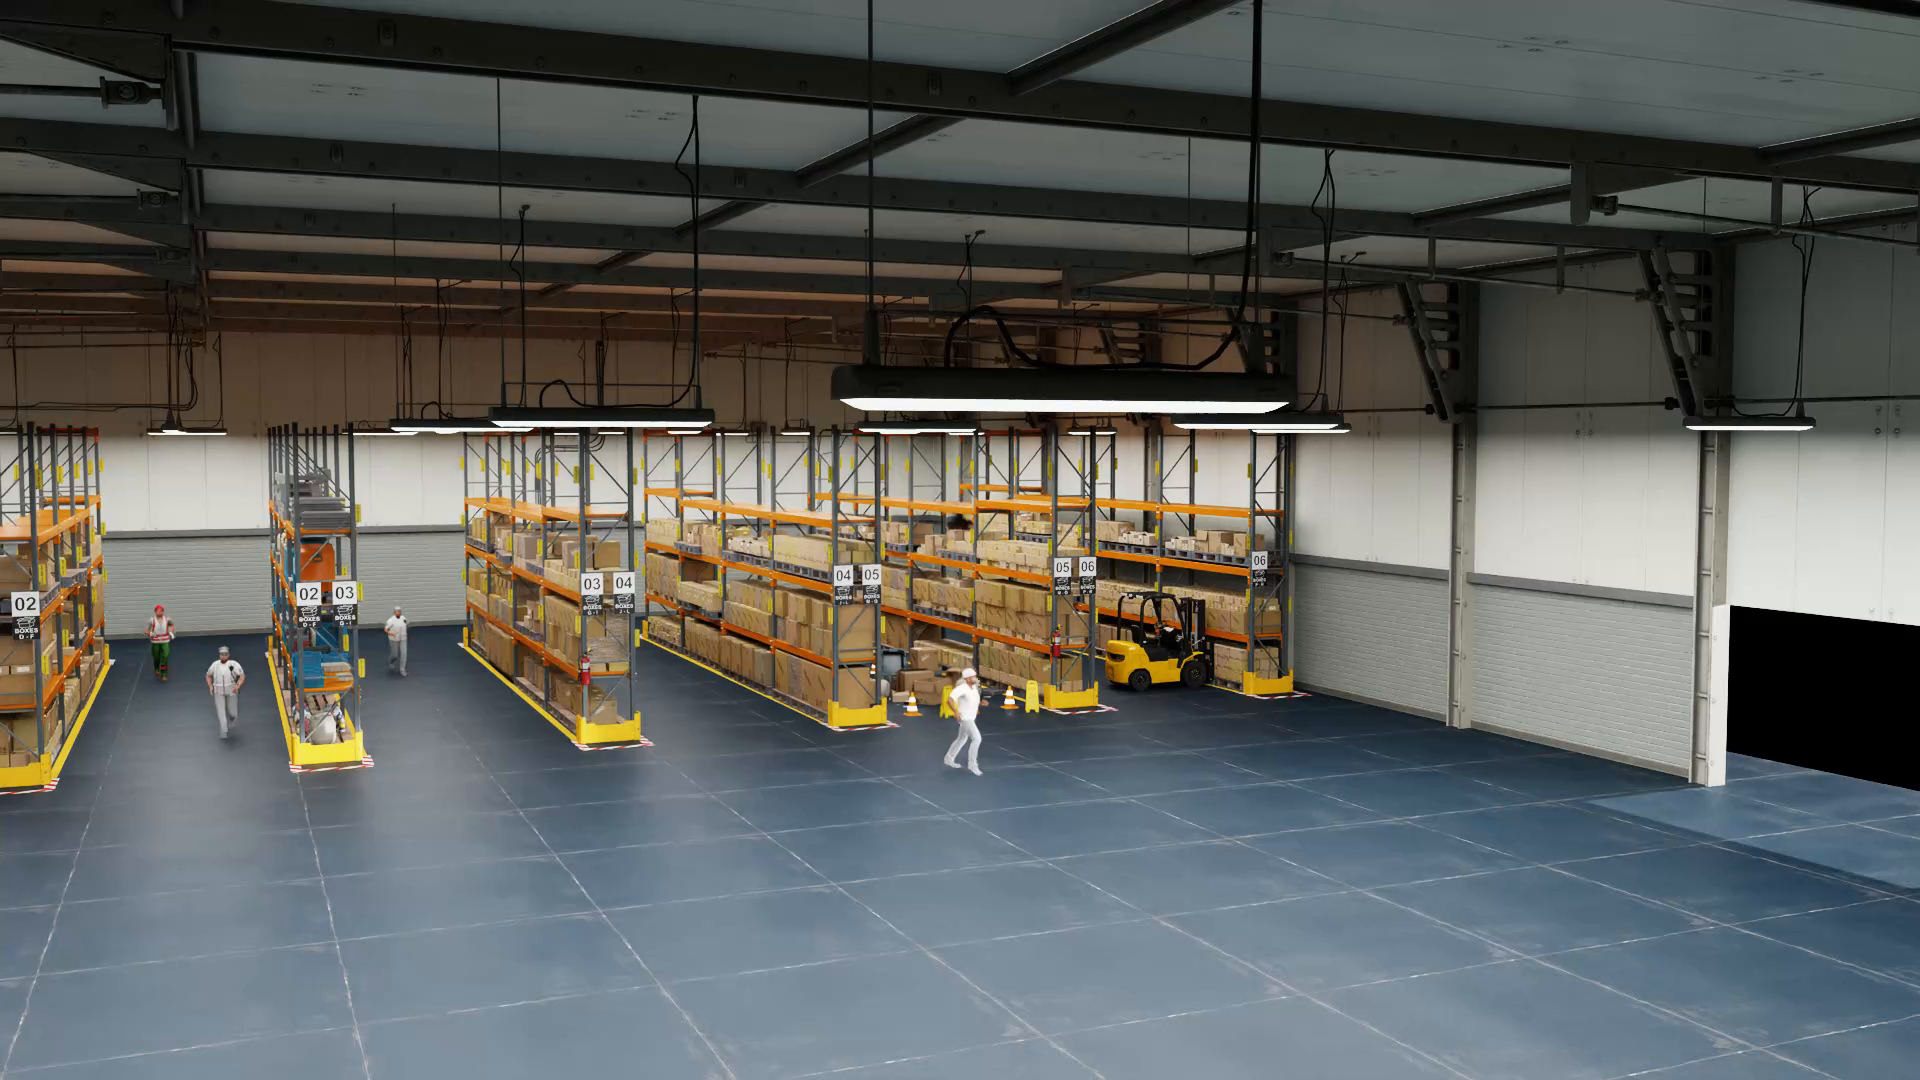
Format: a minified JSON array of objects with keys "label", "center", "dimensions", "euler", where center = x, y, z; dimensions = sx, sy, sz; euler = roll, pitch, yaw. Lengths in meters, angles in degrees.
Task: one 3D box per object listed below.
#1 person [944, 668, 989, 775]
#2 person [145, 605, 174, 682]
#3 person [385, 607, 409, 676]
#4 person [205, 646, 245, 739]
[{"label":"person","center":[0.097,3.098,28.500],"dimensions":[0.785,1.821,0.686],"euler":[1,4,14]},{"label":"person","center":[-18.823,2.420,39.146],"dimensions":[0.654,1.776,0.985],"euler":[-2,4,-31]},{"label":"person","center":[-13.665,2.446,40.392],"dimensions":[0.606,1.668,0.856],"euler":[-3,4,-37]},{"label":"person","center":[-14.092,2.895,31.897],"dimensions":[0.699,1.738,0.792],"euler":[-1,4,-19]}]
